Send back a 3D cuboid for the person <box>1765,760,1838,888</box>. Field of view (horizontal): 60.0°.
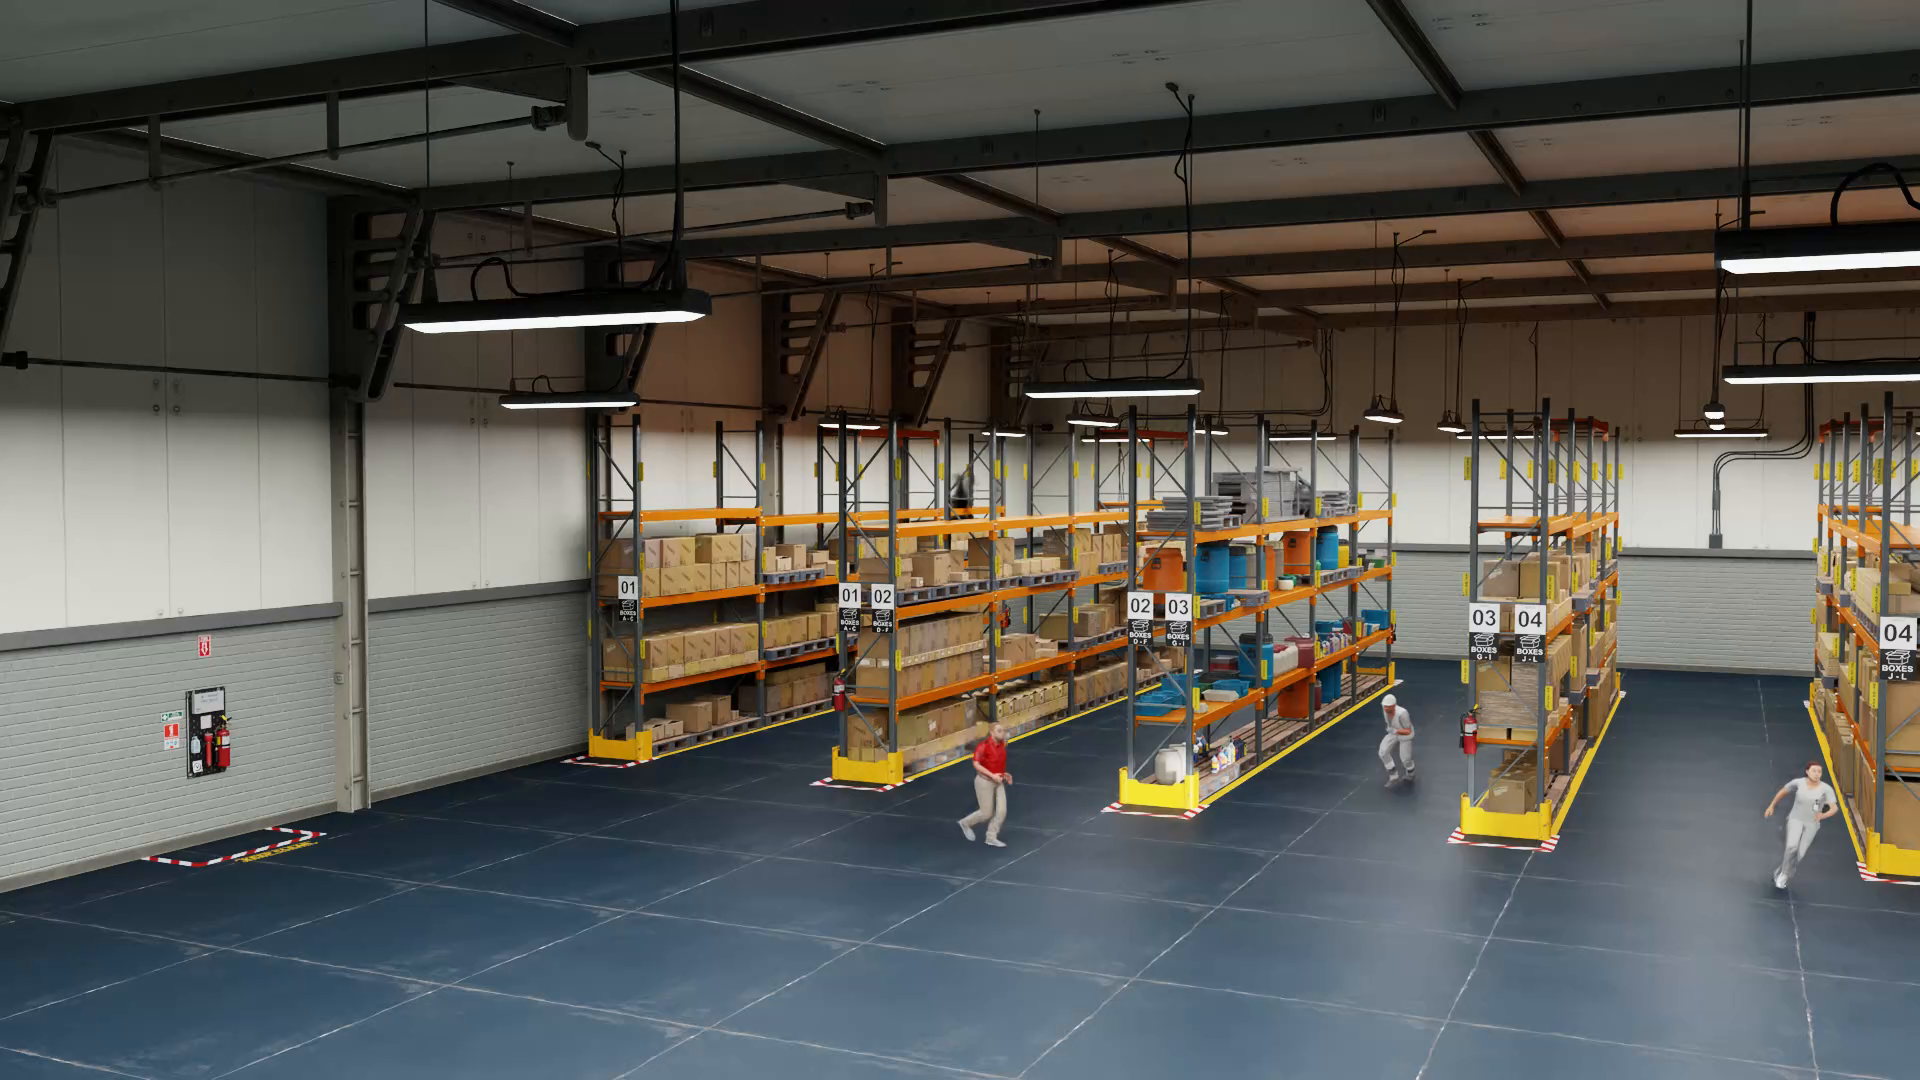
[{"bbox_3d":[10.071,3.408,19.867,0.721,1.587,0.668,1,2,14],"label":"person"}]

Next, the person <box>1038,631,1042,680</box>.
[{"bbox_3d":[2.036,2.580,38.811,0.640,1.653,0.642,2,3,39],"label":"person"}]

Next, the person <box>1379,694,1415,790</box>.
[{"bbox_3d":[6.961,3.163,26.301,0.666,1.529,1.179,2,3,45],"label":"person"}]

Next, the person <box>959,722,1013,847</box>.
[{"bbox_3d":[0.357,3.259,22.267,0.772,1.677,0.663,2,3,41],"label":"person"}]
